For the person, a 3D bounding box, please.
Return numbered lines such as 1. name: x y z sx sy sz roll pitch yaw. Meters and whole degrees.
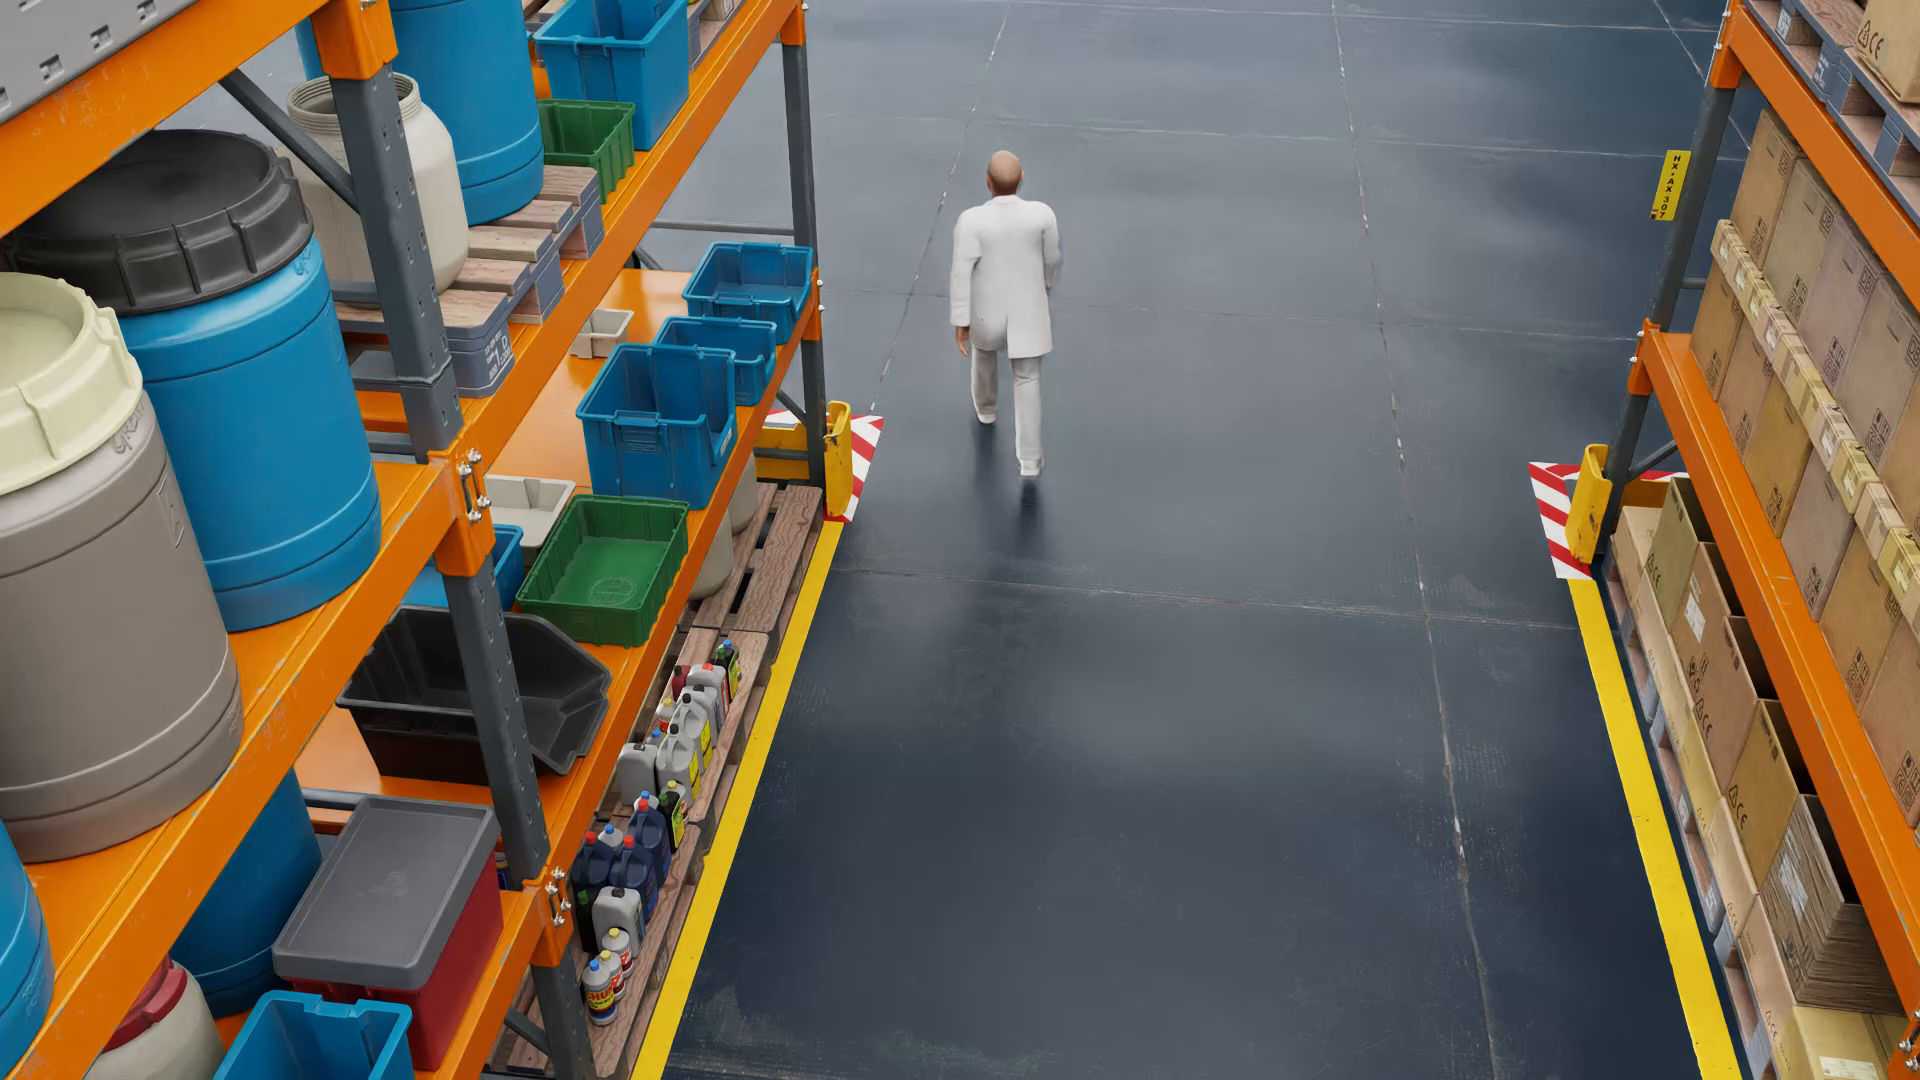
1. person: 0.231 -1.239 8.789 0.580 1.722 1.150 -1 36 -1
